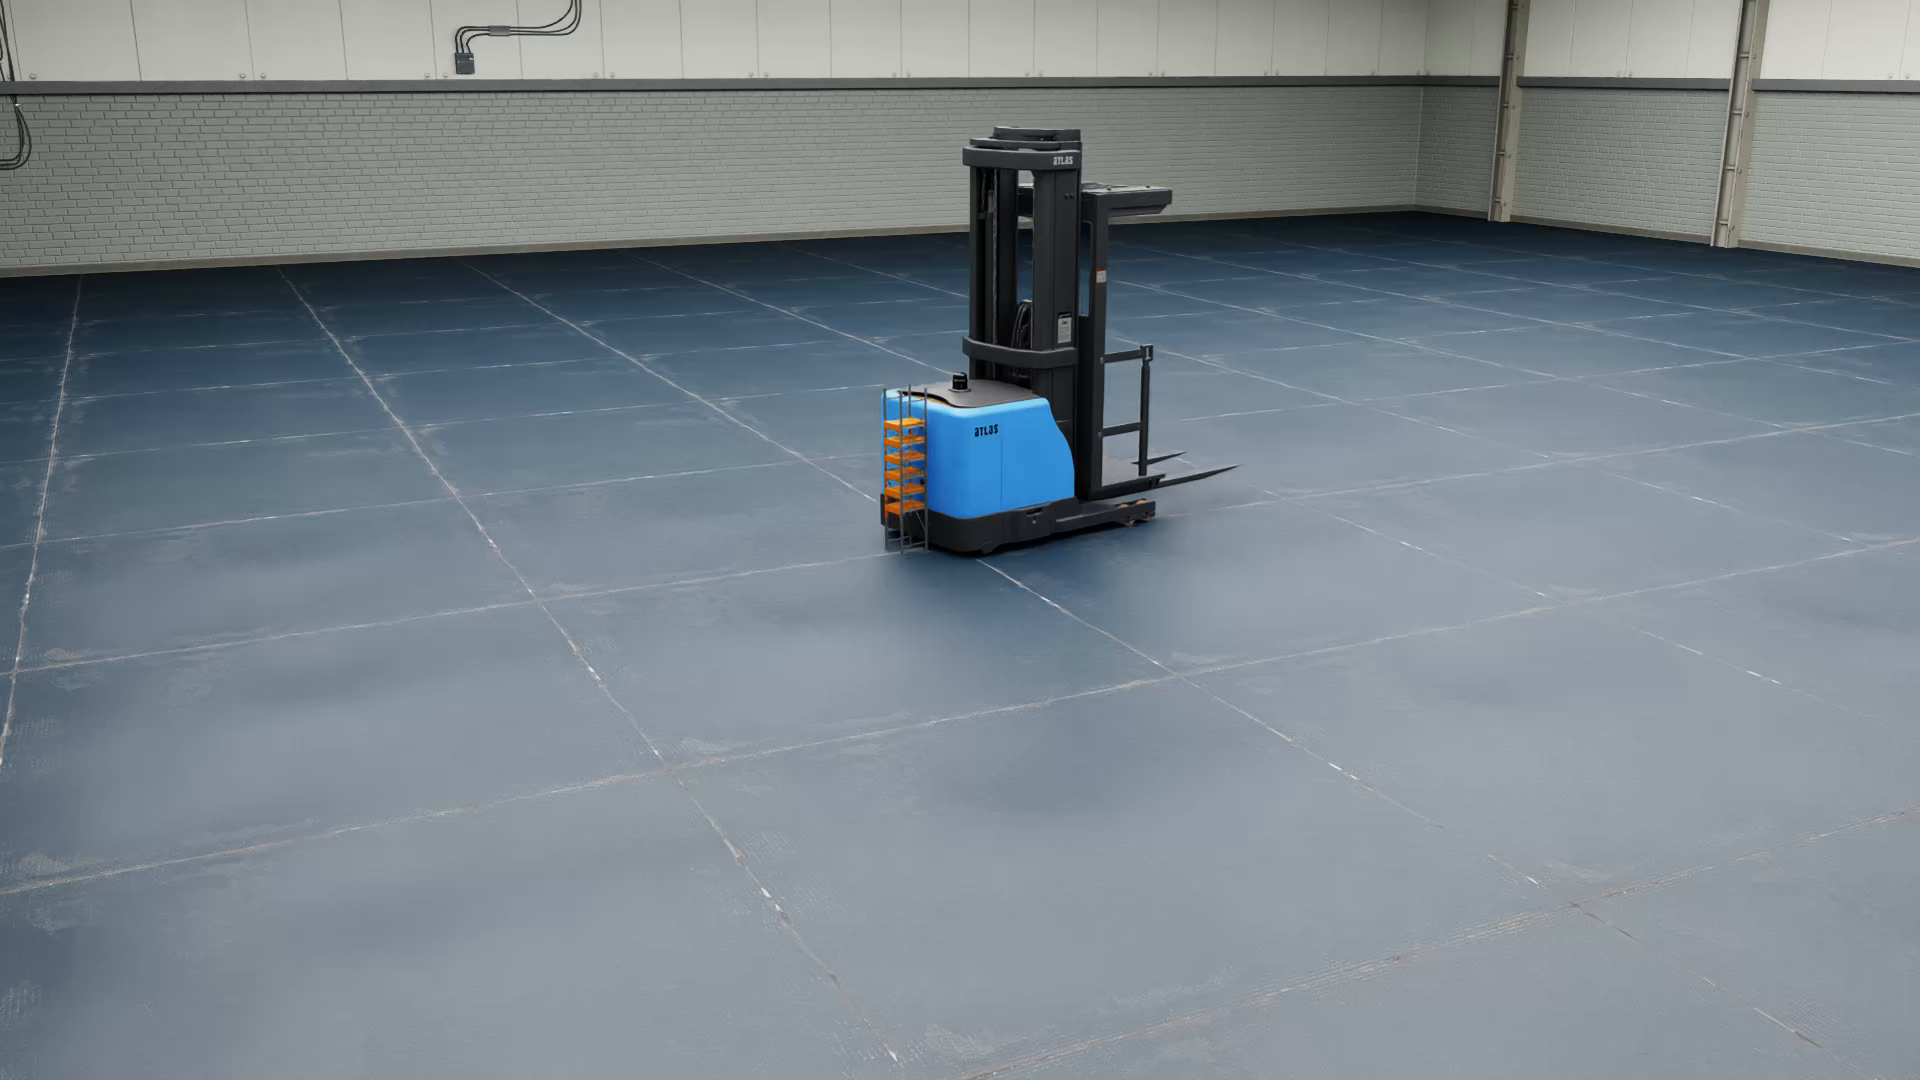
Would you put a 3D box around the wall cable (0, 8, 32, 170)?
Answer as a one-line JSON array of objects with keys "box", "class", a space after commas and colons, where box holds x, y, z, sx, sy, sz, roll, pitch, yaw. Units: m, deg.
[{"box": [-16.417, -7.023, 26.038, 3.097, 2.526, 0.112, -8, 18, -25], "class": "wall cable"}]

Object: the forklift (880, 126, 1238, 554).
[{"box": [0.877, -1.617, 12.570, 3.031, 2.935, 1.130, -12, 20, -37], "class": "forklift"}]

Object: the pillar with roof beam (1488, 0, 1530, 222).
[{"box": [8.131, -10.911, 33.959, 9.100, 9.000, 0.400, -8, 18, -25], "class": "pillar with roof beam"}]

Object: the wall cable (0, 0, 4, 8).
[{"box": [-13.986, -9.777, 26.481, 3.097, 2.526, 0.112, -8, 18, -25], "class": "wall cable"}]

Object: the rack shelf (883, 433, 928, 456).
[{"box": [-0.383, -0.674, 11.716, 0.258, 0.103, 0.180, -13, 20, -38], "class": "rack shelf"}]

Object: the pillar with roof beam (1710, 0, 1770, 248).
[{"box": [10.759, -9.424, 28.775, 9.100, 9.000, 0.400, -8, 18, -25], "class": "pillar with roof beam"}]

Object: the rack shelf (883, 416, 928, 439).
[{"box": [-0.383, -0.790, 11.683, 0.258, 0.103, 0.180, -13, 20, -38], "class": "rack shelf"}]

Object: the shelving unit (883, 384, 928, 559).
[{"box": [-0.383, -0.486, 11.770, 0.258, 1.200, 0.189, -13, 20, -38], "class": "shelving unit"}]

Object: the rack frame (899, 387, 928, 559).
[{"box": [-0.324, -0.467, 11.702, 0.240, 1.200, 0.006, -13, 20, -38], "class": "rack frame"}]

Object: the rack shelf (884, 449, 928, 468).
[{"box": [-0.383, -0.559, 11.749, 0.258, 0.103, 0.180, -13, 20, -38], "class": "rack shelf"}]

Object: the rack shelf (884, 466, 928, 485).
[{"box": [-0.383, -0.443, 11.782, 0.258, 0.103, 0.180, -13, 20, -38], "class": "rack shelf"}]

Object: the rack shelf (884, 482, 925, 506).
[{"box": [-0.383, -0.328, 11.815, 0.258, 0.103, 0.180, -13, 20, -38], "class": "rack shelf"}]

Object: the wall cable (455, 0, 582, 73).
[{"box": [-7.877, -11.293, 29.125, 2.305, 6.003, 0.169, -8, 18, -25], "class": "wall cable"}]

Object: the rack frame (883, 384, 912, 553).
[{"box": [-0.441, -0.506, 11.837, 0.240, 1.200, 0.006, -13, 20, -38], "class": "rack frame"}]

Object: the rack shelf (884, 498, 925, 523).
[{"box": [-0.383, -0.213, 11.848, 0.258, 0.103, 0.180, -13, 20, -38], "class": "rack shelf"}]
